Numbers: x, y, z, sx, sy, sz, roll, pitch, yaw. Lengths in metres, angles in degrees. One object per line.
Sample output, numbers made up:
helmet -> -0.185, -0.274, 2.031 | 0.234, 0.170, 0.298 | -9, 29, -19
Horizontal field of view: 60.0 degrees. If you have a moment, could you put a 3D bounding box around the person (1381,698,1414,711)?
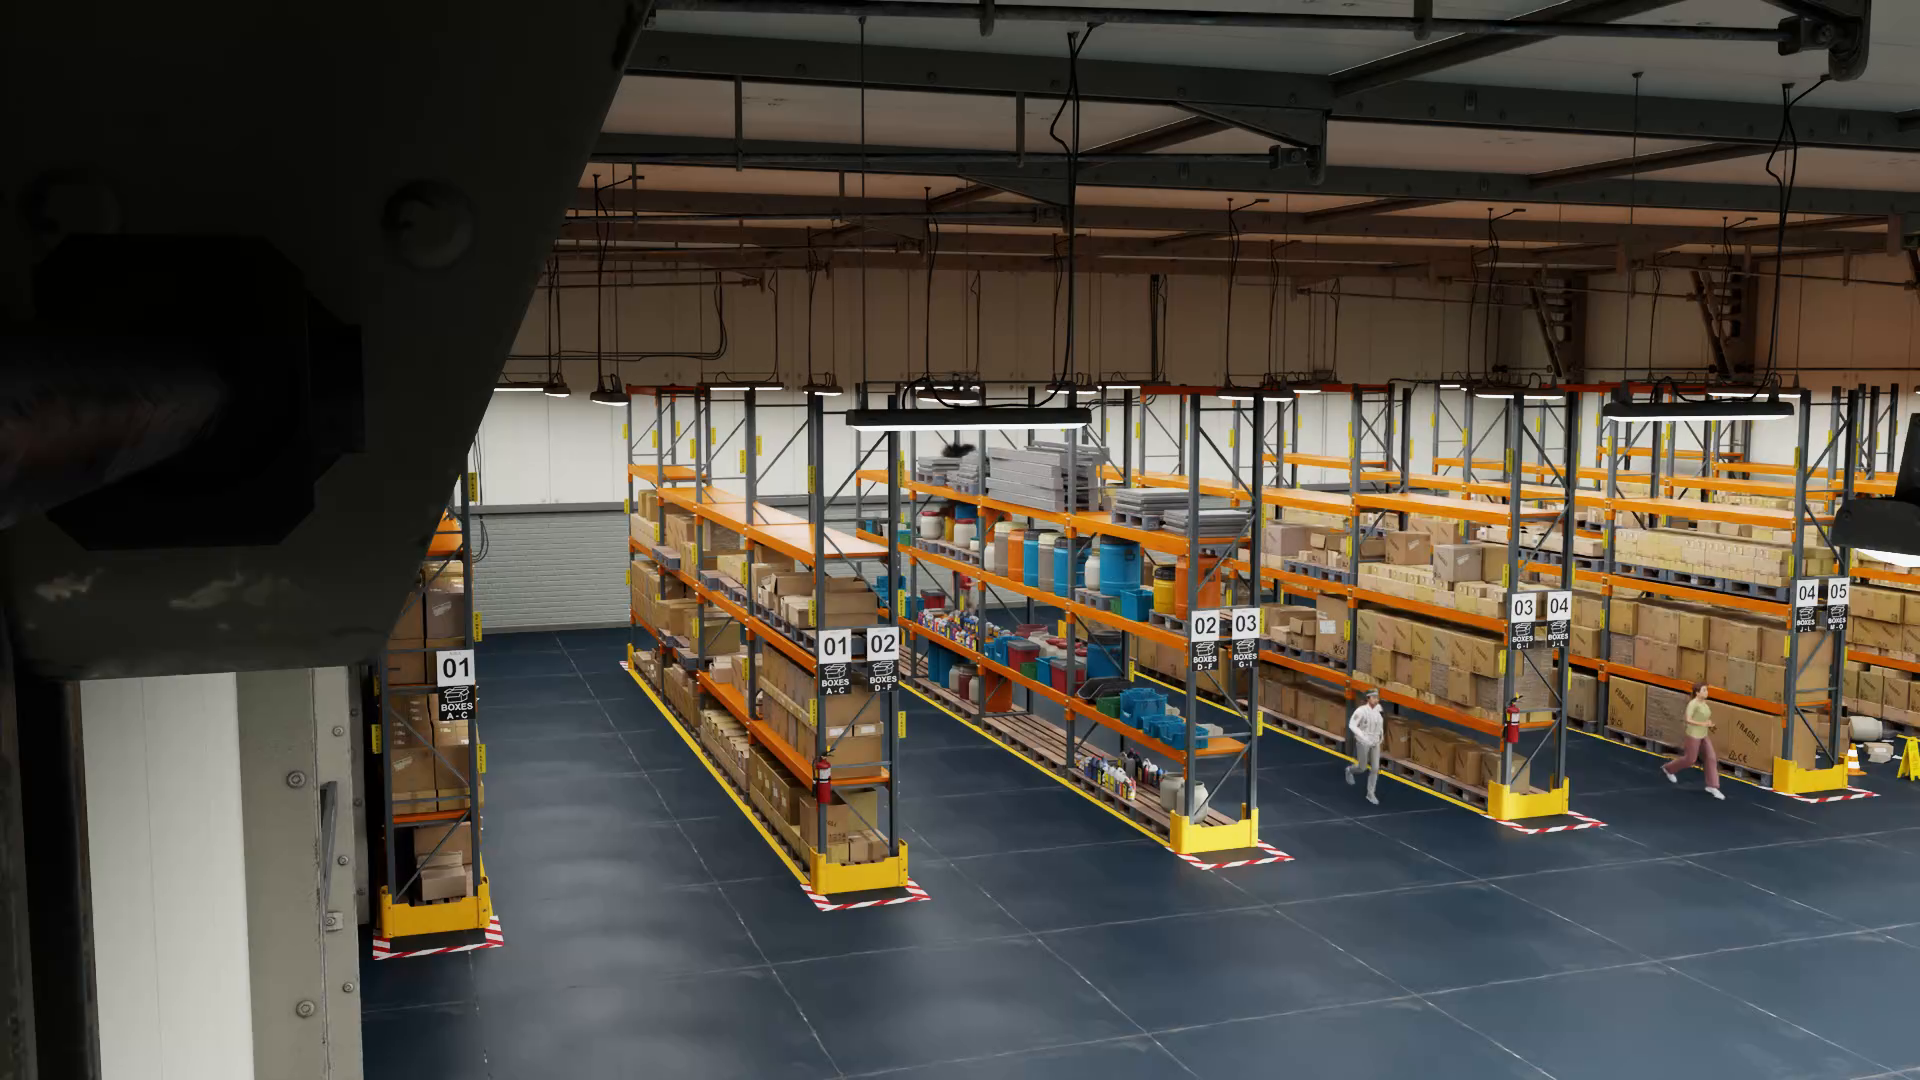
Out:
person -> 8.250, 2.324, 31.067 | 0.747, 1.712, 1.021 | -3, 7, -27

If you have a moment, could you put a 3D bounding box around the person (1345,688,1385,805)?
person -> 5.998, 2.984, 24.519 | 0.641, 1.684, 0.855 | -2, 6, -21

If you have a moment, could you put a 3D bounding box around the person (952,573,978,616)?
person -> 0.038, 1.371, 39.942 | 0.878, 1.781, 0.687 | 0, 6, -4

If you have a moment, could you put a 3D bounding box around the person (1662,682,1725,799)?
person -> 10.953, 2.946, 24.791 | 0.606, 1.691, 0.974 | -5, 8, -39
